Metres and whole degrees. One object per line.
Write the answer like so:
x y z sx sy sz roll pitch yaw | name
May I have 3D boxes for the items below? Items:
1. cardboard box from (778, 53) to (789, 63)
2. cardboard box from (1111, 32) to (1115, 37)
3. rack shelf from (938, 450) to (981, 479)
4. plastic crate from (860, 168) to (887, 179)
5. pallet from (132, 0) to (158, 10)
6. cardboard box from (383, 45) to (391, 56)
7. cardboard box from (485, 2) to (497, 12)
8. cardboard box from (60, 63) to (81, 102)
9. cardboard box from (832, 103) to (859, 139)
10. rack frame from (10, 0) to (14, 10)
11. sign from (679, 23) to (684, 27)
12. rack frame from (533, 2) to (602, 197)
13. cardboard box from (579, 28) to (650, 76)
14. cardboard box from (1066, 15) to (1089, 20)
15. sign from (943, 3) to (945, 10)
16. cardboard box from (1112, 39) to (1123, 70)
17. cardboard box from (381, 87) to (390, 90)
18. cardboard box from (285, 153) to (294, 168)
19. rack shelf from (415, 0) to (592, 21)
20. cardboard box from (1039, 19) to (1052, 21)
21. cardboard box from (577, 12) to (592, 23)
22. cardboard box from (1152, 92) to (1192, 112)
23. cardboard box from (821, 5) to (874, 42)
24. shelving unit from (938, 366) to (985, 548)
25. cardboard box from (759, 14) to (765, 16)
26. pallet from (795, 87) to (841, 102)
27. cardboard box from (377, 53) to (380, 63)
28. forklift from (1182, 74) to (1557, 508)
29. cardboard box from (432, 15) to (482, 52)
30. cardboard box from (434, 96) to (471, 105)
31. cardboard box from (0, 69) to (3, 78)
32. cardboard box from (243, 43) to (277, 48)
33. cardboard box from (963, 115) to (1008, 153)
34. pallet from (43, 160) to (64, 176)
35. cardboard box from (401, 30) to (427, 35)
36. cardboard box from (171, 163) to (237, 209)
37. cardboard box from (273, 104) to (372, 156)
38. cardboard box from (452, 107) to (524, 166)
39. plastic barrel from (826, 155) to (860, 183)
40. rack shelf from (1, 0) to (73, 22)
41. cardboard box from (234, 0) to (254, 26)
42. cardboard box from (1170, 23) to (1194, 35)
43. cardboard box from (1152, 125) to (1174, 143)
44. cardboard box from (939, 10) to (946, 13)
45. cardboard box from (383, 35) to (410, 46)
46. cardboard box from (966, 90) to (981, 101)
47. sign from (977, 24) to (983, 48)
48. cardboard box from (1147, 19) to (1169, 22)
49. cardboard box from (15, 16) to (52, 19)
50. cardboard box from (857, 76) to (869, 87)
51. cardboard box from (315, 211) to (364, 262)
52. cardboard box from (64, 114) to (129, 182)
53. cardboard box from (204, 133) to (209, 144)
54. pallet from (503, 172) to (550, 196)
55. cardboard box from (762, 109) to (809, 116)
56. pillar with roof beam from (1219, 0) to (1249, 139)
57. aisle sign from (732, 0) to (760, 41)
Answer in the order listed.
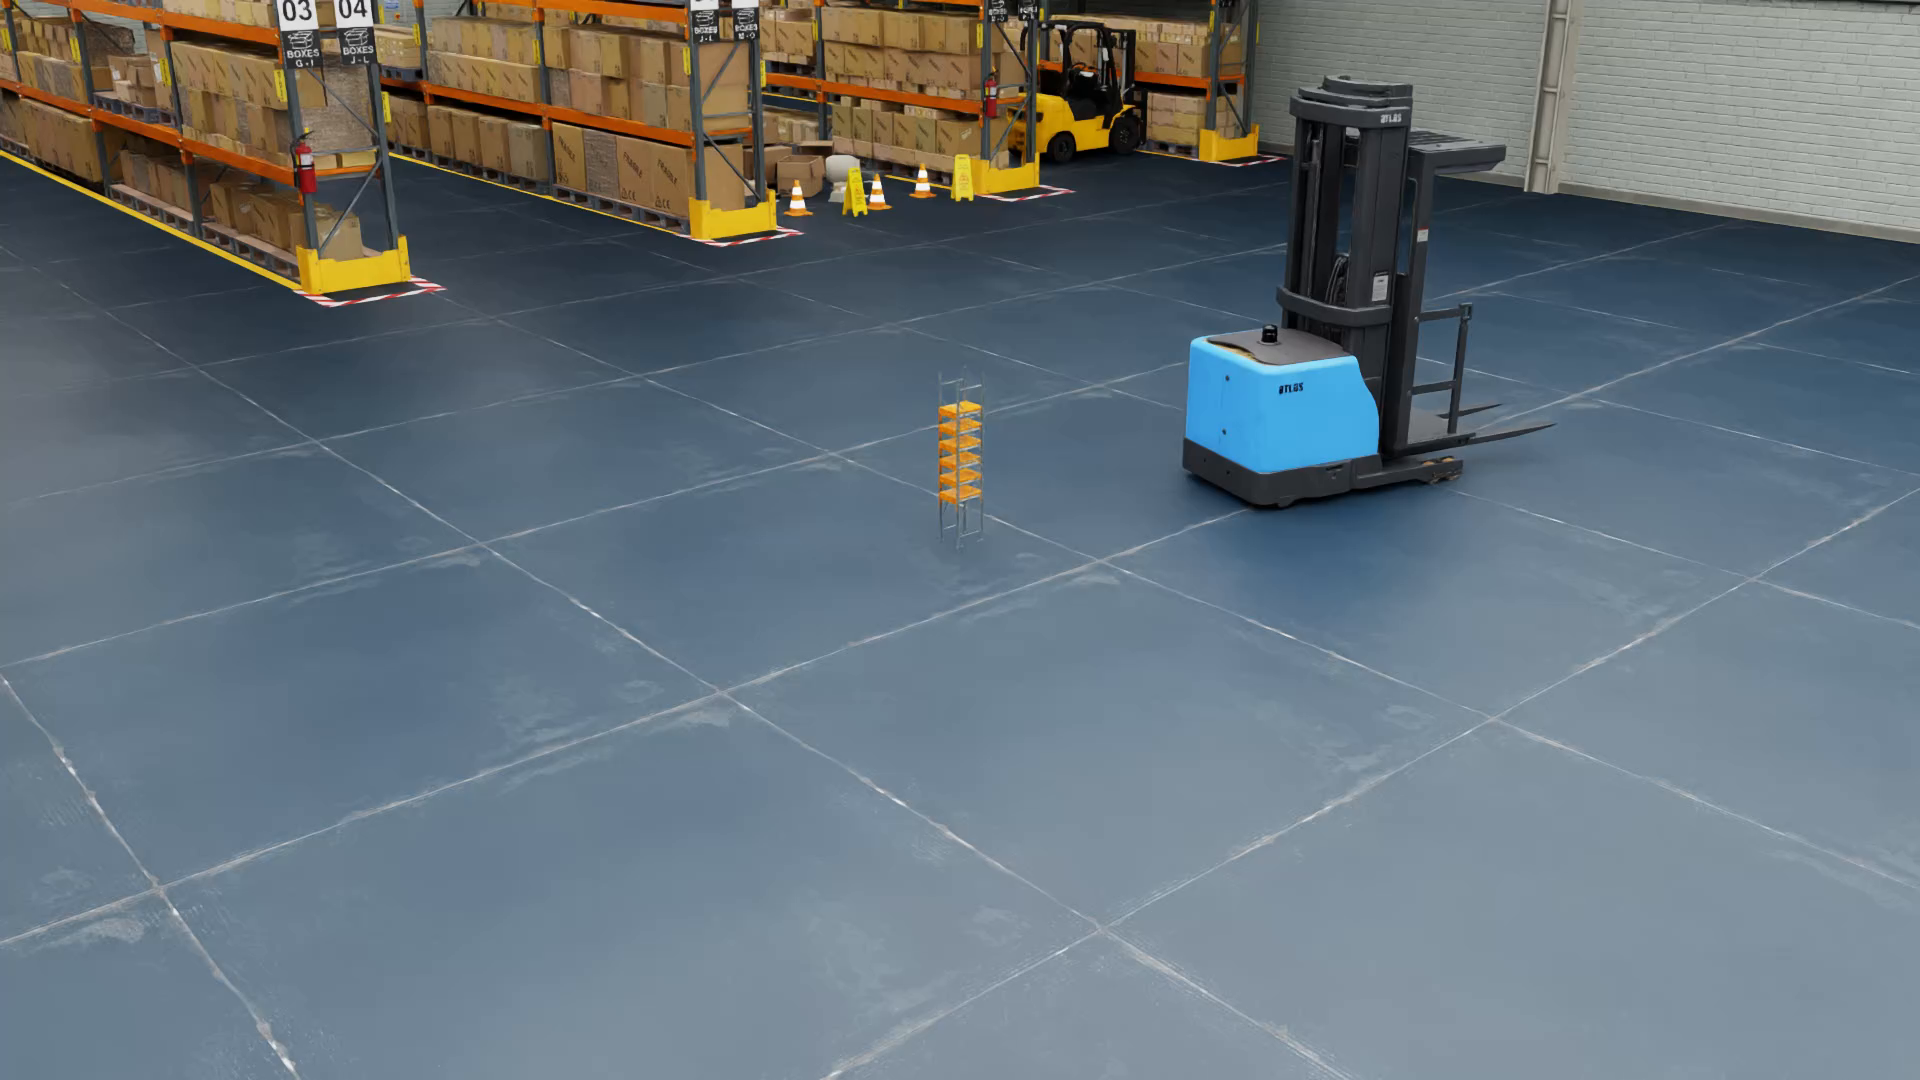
-2.794 -8.030 27.642 0.380 0.149 0.250 -18 28 -38 | cardboard box
2.686 -8.756 28.699 0.380 0.149 0.250 -19 28 -39 | cardboard box
0.009 -0.513 11.271 0.258 0.103 0.180 -17 27 -37 | rack shelf
-1.491 -5.747 26.048 0.583 0.080 0.402 12 24 27 | plastic crate
-9.725 -6.882 21.085 1.213 0.211 1.003 -17 27 -37 | pallet
-9.206 -8.025 27.221 0.380 0.149 0.250 -17 27 -36 | cardboard box
-9.630 -11.363 34.874 0.500 0.500 0.500 -18 28 -39 | cardboard box
-12.844 -6.745 24.454 0.500 0.500 0.500 -18 28 -38 | cardboard box
-1.714 -6.773 26.829 0.500 0.500 0.500 -16 26 -35 | cardboard box
-17.235 -8.692 29.563 1.000 3.000 0.127 -17 27 -37 | rack frame
-4.924 -9.247 29.392 0.100 0.325 0.005 -17 27 -37 | sign
-5.579 -6.529 24.041 1.000 3.000 0.127 -17 27 -37 | rack frame
-4.669 -6.686 22.754 0.875 0.550 0.550 -17 27 -37 | cardboard box
2.099 -9.200 29.426 0.380 0.149 0.250 -17 27 -37 | cardboard box
-0.329 -10.696 33.091 0.100 0.325 0.005 -17 27 -37 | sign
2.951 -8.356 28.569 0.500 0.500 0.500 -17 27 -37 | cardboard box
-10.169 -7.707 28.871 0.500 0.250 0.500 -17 27 -36 | cardboard box
-7.296 -4.253 18.575 0.380 0.149 0.250 -17 27 -37 | cardboard box
-6.884 -8.144 25.036 1.077 0.370 4.000 -17 27 -37 | rack shelf
1.661 -9.502 30.604 0.380 0.149 0.250 -19 28 -39 | cardboard box
-7.047 -10.268 32.079 0.500 0.500 0.500 -17 27 -37 | cardboard box
3.600 -7.387 28.054 0.500 0.250 0.500 -17 27 -36 | cardboard box
-1.772 -8.213 26.424 0.700 0.500 0.500 -18 28 -38 | cardboard box
0.009 -0.555 11.255 0.258 1.200 0.189 -17 27 -37 | shelving unit
-3.322 -8.883 28.929 0.500 0.500 0.500 -20 29 -41 | cardboard box
-2.799 -9.614 35.742 1.003 0.211 1.213 -17 27 -37 | pallet
-9.526 -8.024 27.625 0.380 0.149 0.250 -19 28 -40 | cardboard box
3.254 -1.952 12.450 3.031 2.935 1.130 -10 24 -24 | forklift
-7.904 -8.020 26.340 0.700 0.500 0.500 -18 27 -38 | cardboard box
-8.456 -7.263 27.739 0.500 0.250 0.500 -19 28 -40 | cardboard box
-15.575 -7.689 27.347 0.380 0.149 0.250 -17 27 -36 | cardboard box
-8.247 -5.692 19.988 0.500 0.500 0.500 -17 27 -37 | cardboard box
0.383 -6.190 25.341 0.500 0.500 0.500 -19 28 -39 | cardboard box
-14.064 -6.093 26.751 1.003 0.211 1.213 -17 27 -37 | pallet
-9.204 -8.527 28.094 0.380 0.149 0.250 -16 27 -36 | cardboard box
-10.084 -4.728 22.268 0.700 0.500 0.500 -18 27 -38 | cardboard box
-7.130 -4.615 18.609 0.875 0.500 0.500 -17 27 -37 | cardboard box
-7.287 -6.352 26.098 1.050 0.750 0.750 -17 27 -37 | cardboard box
-1.779 -5.641 25.306 0.512 0.421 0.421 0 21 -1 | plastic barrel
-13.319 -8.096 24.915 1.077 0.370 4.000 -17 27 -37 | rack shelf
-7.627 -5.808 18.293 0.500 0.250 0.500 -17 27 -37 | cardboard box
3.705 -8.476 27.576 0.380 0.149 0.250 -17 27 -36 | cardboard box
3.611 -6.923 28.240 0.500 0.250 0.500 -17 27 -37 | cardboard box
-0.382 -10.330 32.719 0.380 0.149 0.250 -16 27 -36 | cardboard box
-9.190 -8.159 27.154 0.380 0.149 0.250 -16 27 -36 | cardboard box
0.310 -6.566 24.479 0.380 0.149 0.250 -16 27 -36 | cardboard box
0.283 -7.190 23.708 0.100 0.325 0.005 -17 27 -37 | sign
3.429 -8.878 28.604 0.380 0.149 0.250 -17 27 -37 | cardboard box
-15.402 -8.478 27.787 0.500 0.500 0.500 -19 28 -39 | cardboard box
-1.396 -7.255 26.239 0.380 0.149 0.250 -16 27 -36 | cardboard box
-7.186 -3.479 19.106 0.500 0.500 0.500 -12 24 -28 | cardboard box
-12.448 -5.883 24.730 1.225 0.875 0.875 -19 28 -40 | cardboard box
-8.982 -4.927 20.295 0.380 0.149 0.250 -17 27 -37 | cardboard box
-6.140 -5.426 25.048 1.003 0.211 1.213 -17 27 -37 | pallet
-3.166 -7.241 28.887 0.950 0.372 0.625 -16 27 -36 | cardboard box
1.441 -9.989 24.647 9.100 9.000 0.400 -17 27 -37 | pillar with roof beam
-2.694 -6.686 20.878 0.394 0.787 0.004 -17 27 -37 | aisle sign
